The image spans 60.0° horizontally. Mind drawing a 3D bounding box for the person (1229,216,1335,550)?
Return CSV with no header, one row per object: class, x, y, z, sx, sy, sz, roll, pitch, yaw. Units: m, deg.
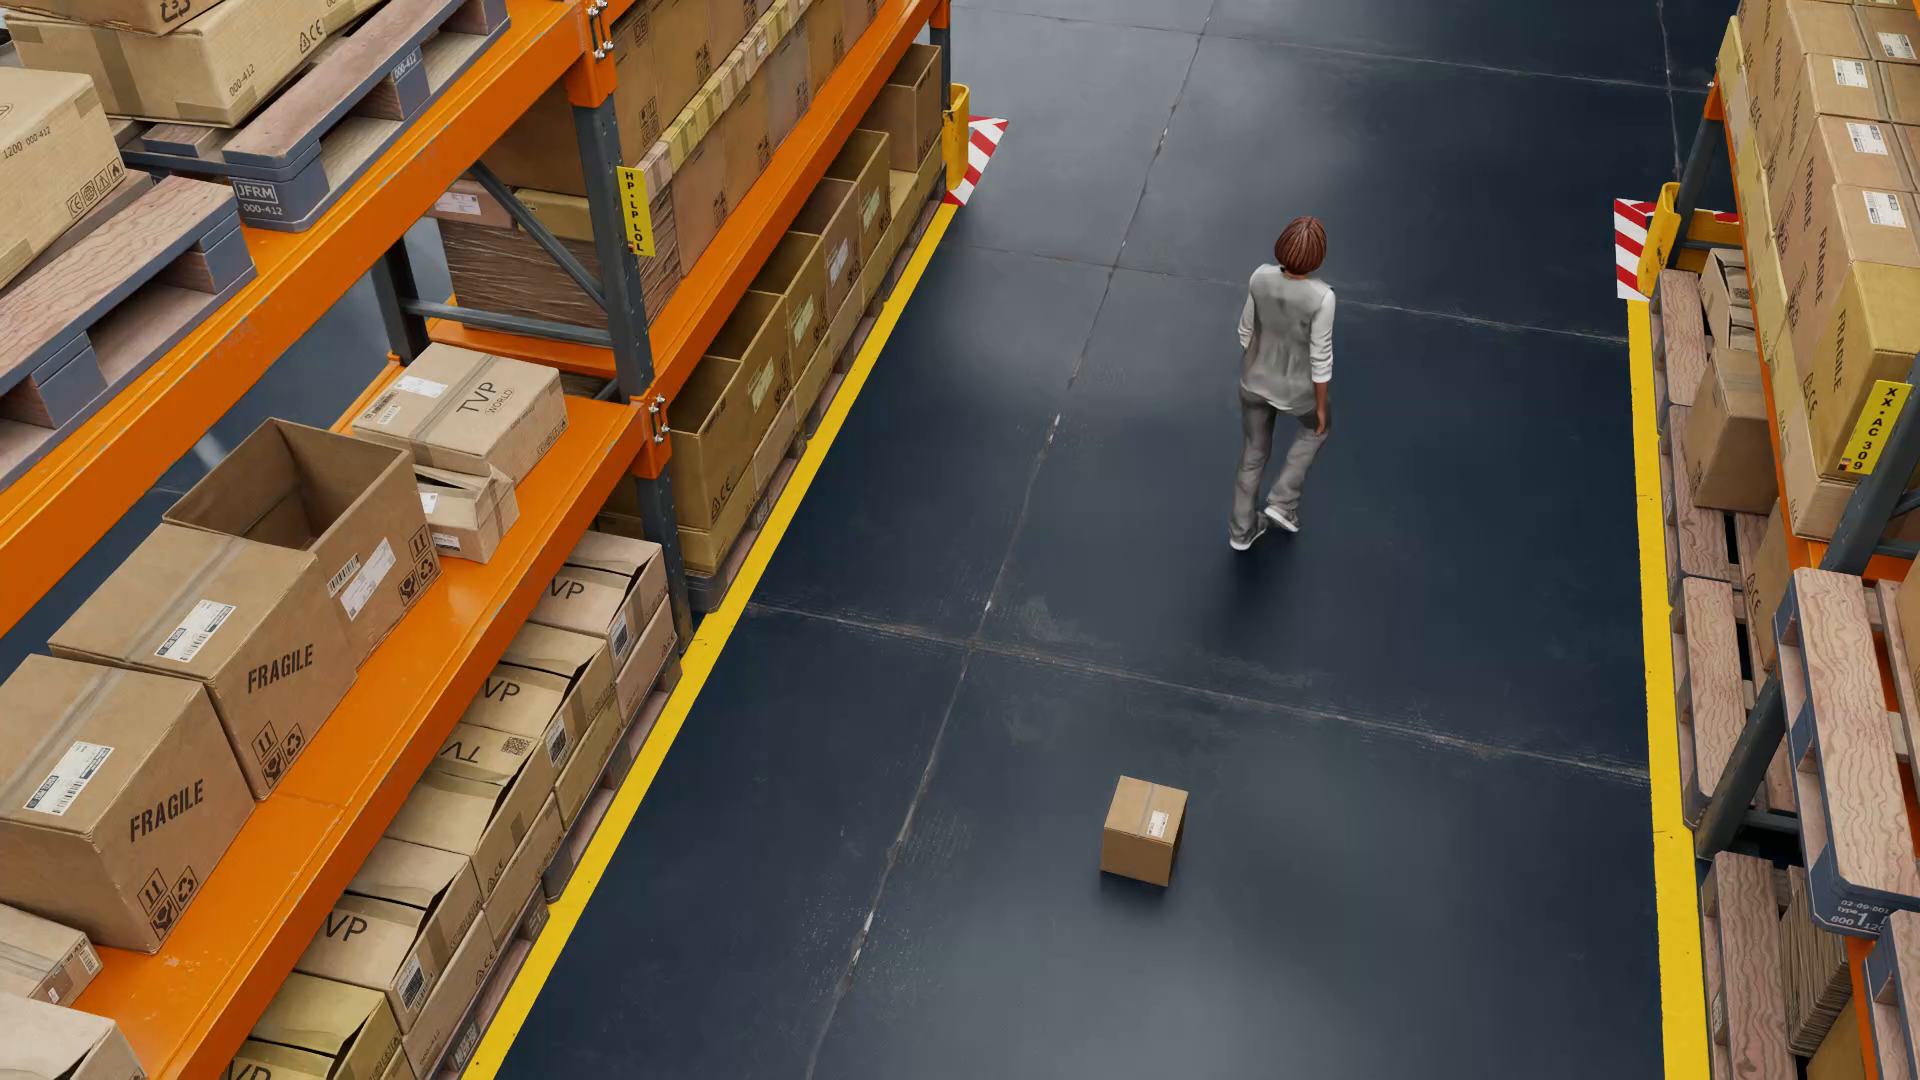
person,1.342,-0.640,6.871,0.459,1.624,0.466,23,46,23
